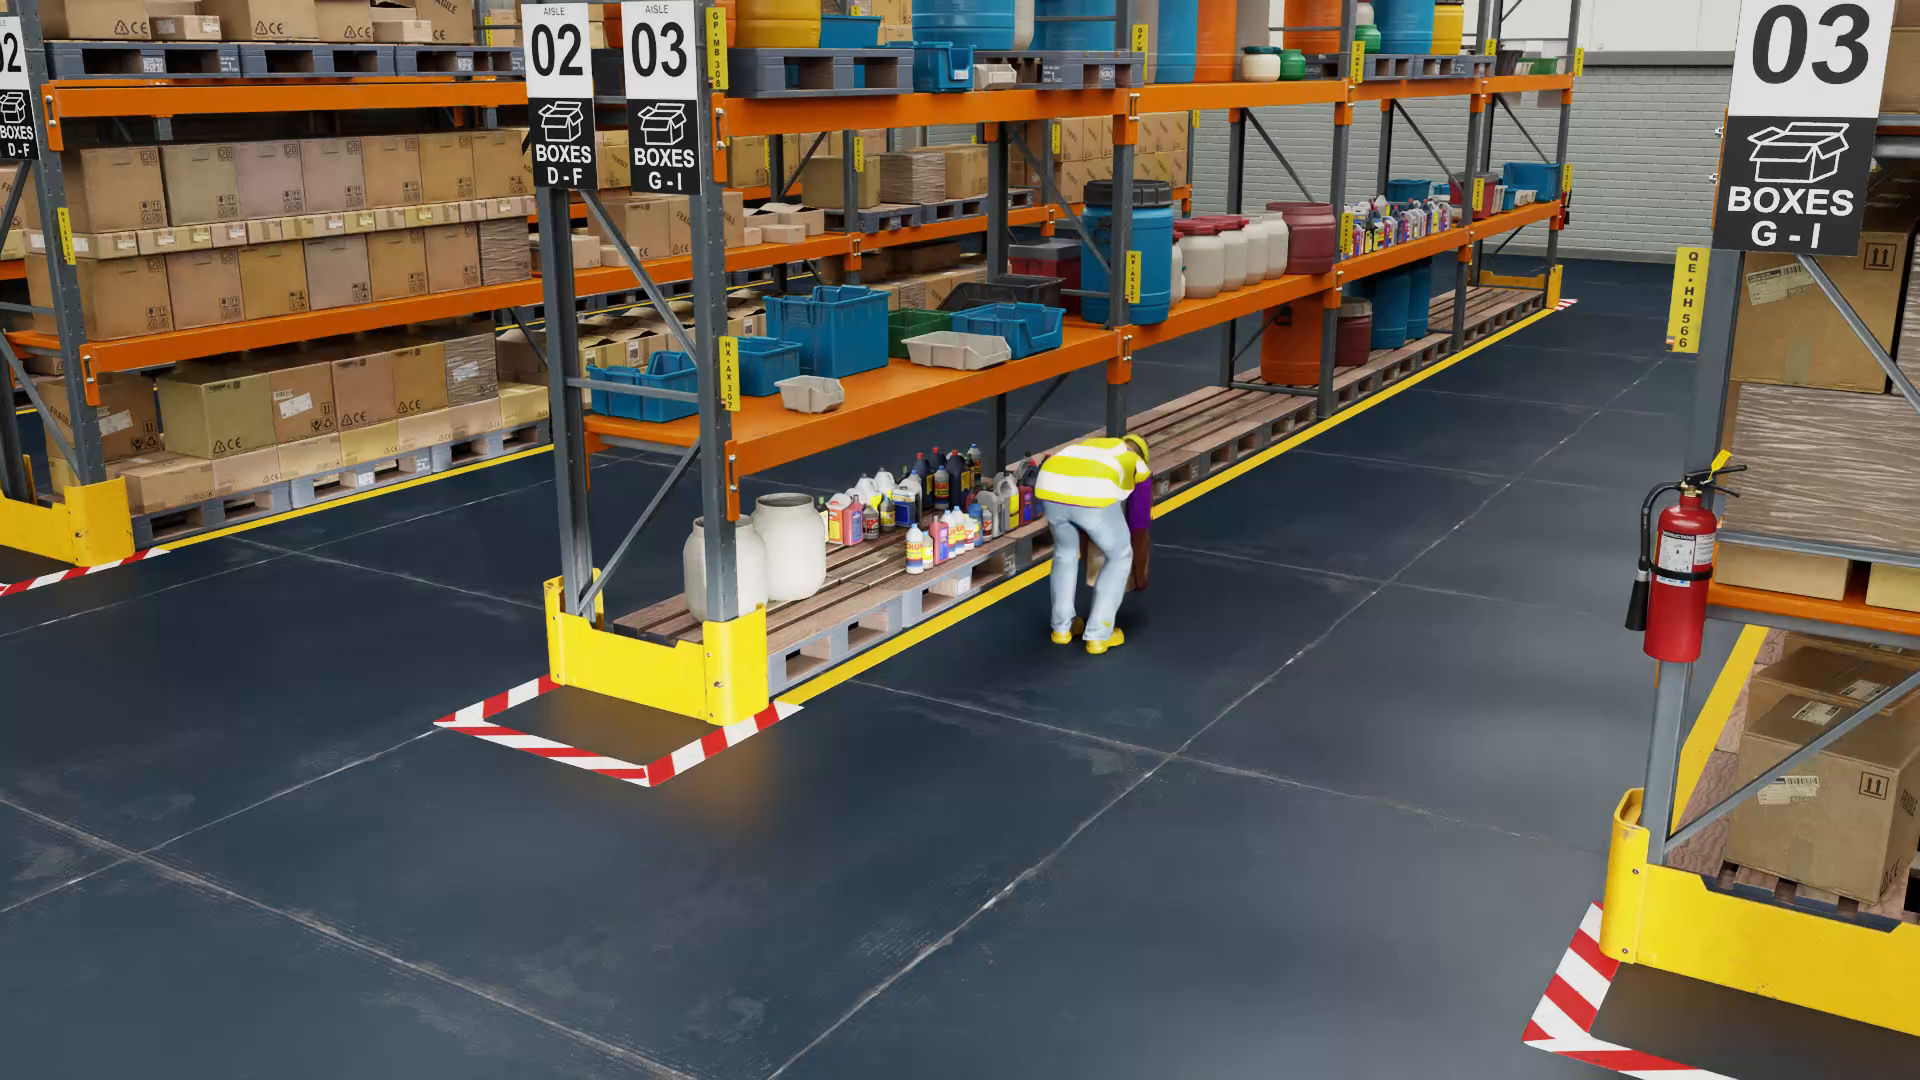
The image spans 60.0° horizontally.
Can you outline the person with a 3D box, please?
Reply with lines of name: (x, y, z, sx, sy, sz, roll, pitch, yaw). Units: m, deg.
person: (0.743, -0.026, 8.837, 0.489, 1.065, 0.982, 9, 18, 28)
